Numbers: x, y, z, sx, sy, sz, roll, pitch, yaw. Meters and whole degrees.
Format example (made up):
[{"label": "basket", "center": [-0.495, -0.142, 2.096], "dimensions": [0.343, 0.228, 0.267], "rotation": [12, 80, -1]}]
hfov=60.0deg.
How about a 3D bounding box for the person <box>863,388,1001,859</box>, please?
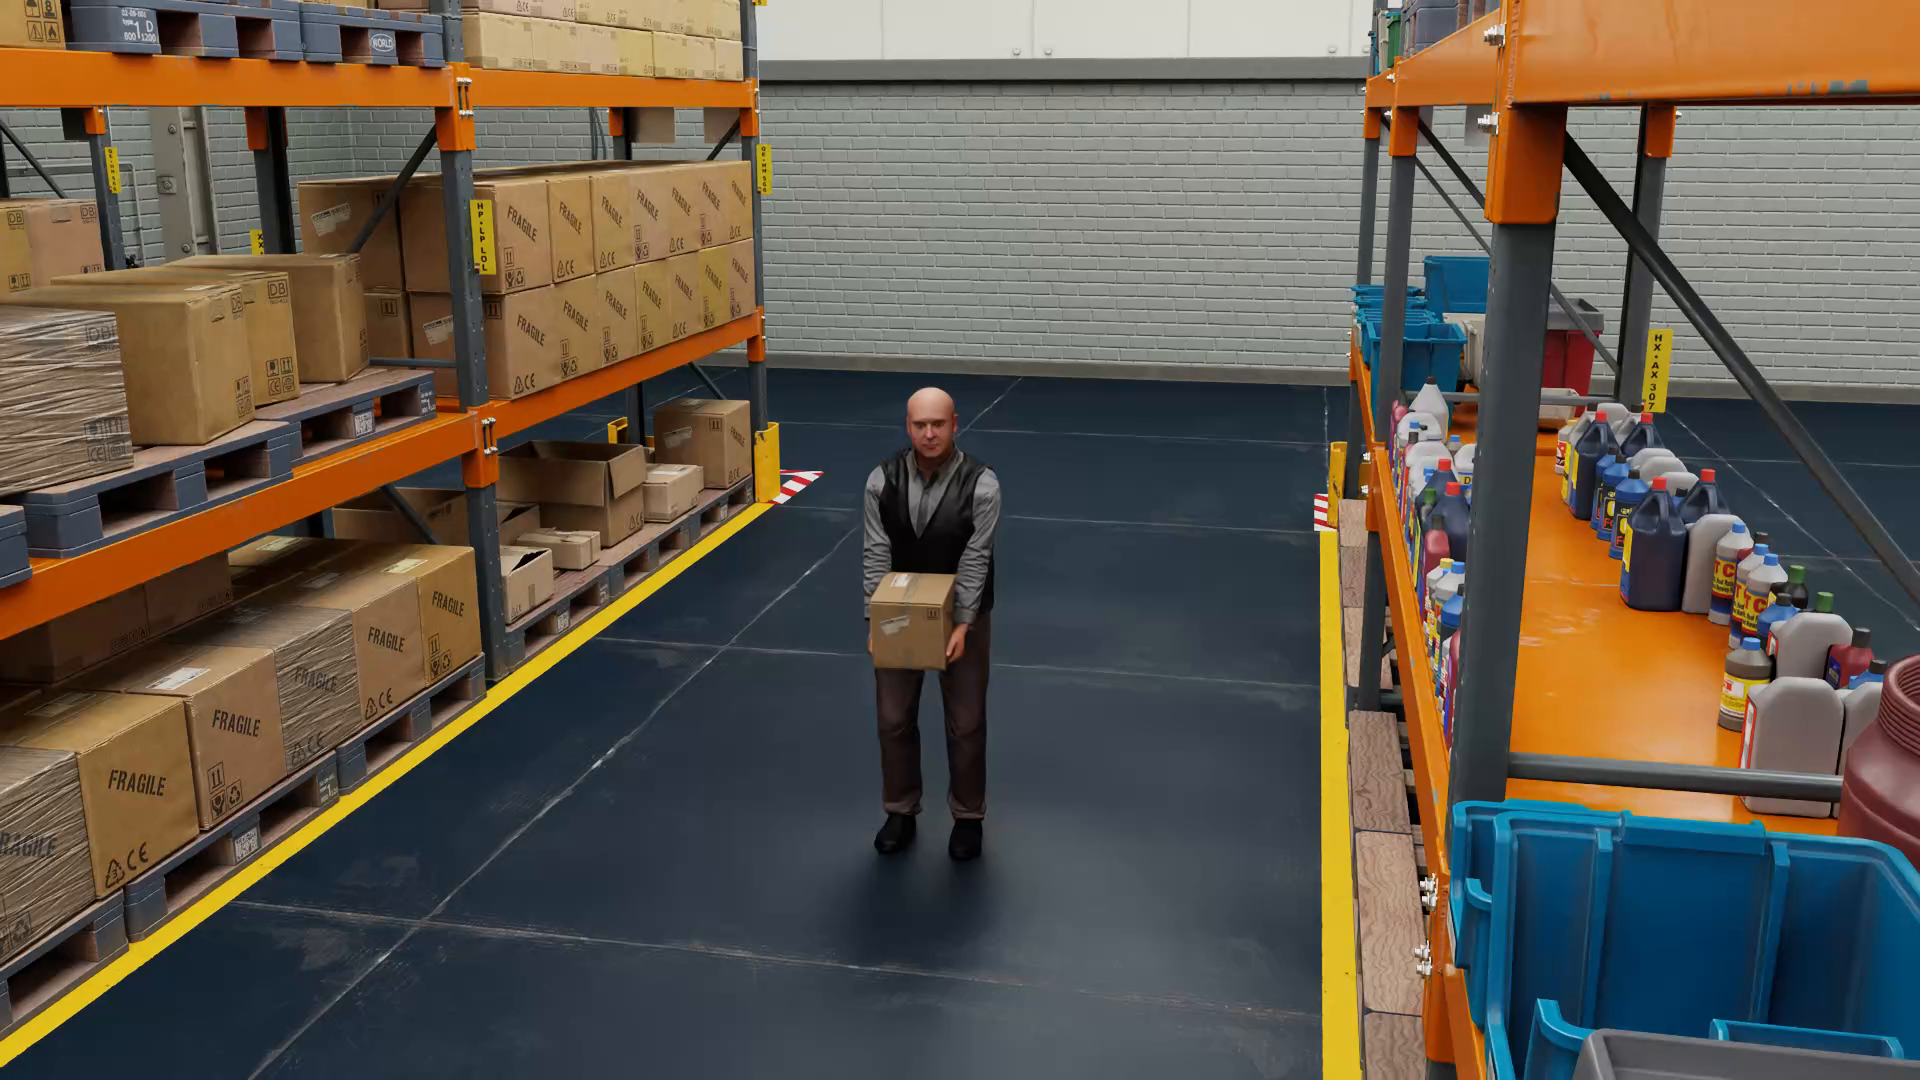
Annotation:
[{"label": "person", "center": [-0.101, 0.309, 5.898], "dimensions": [0.487, 1.713, 0.577], "rotation": [3, 15, 10]}]
